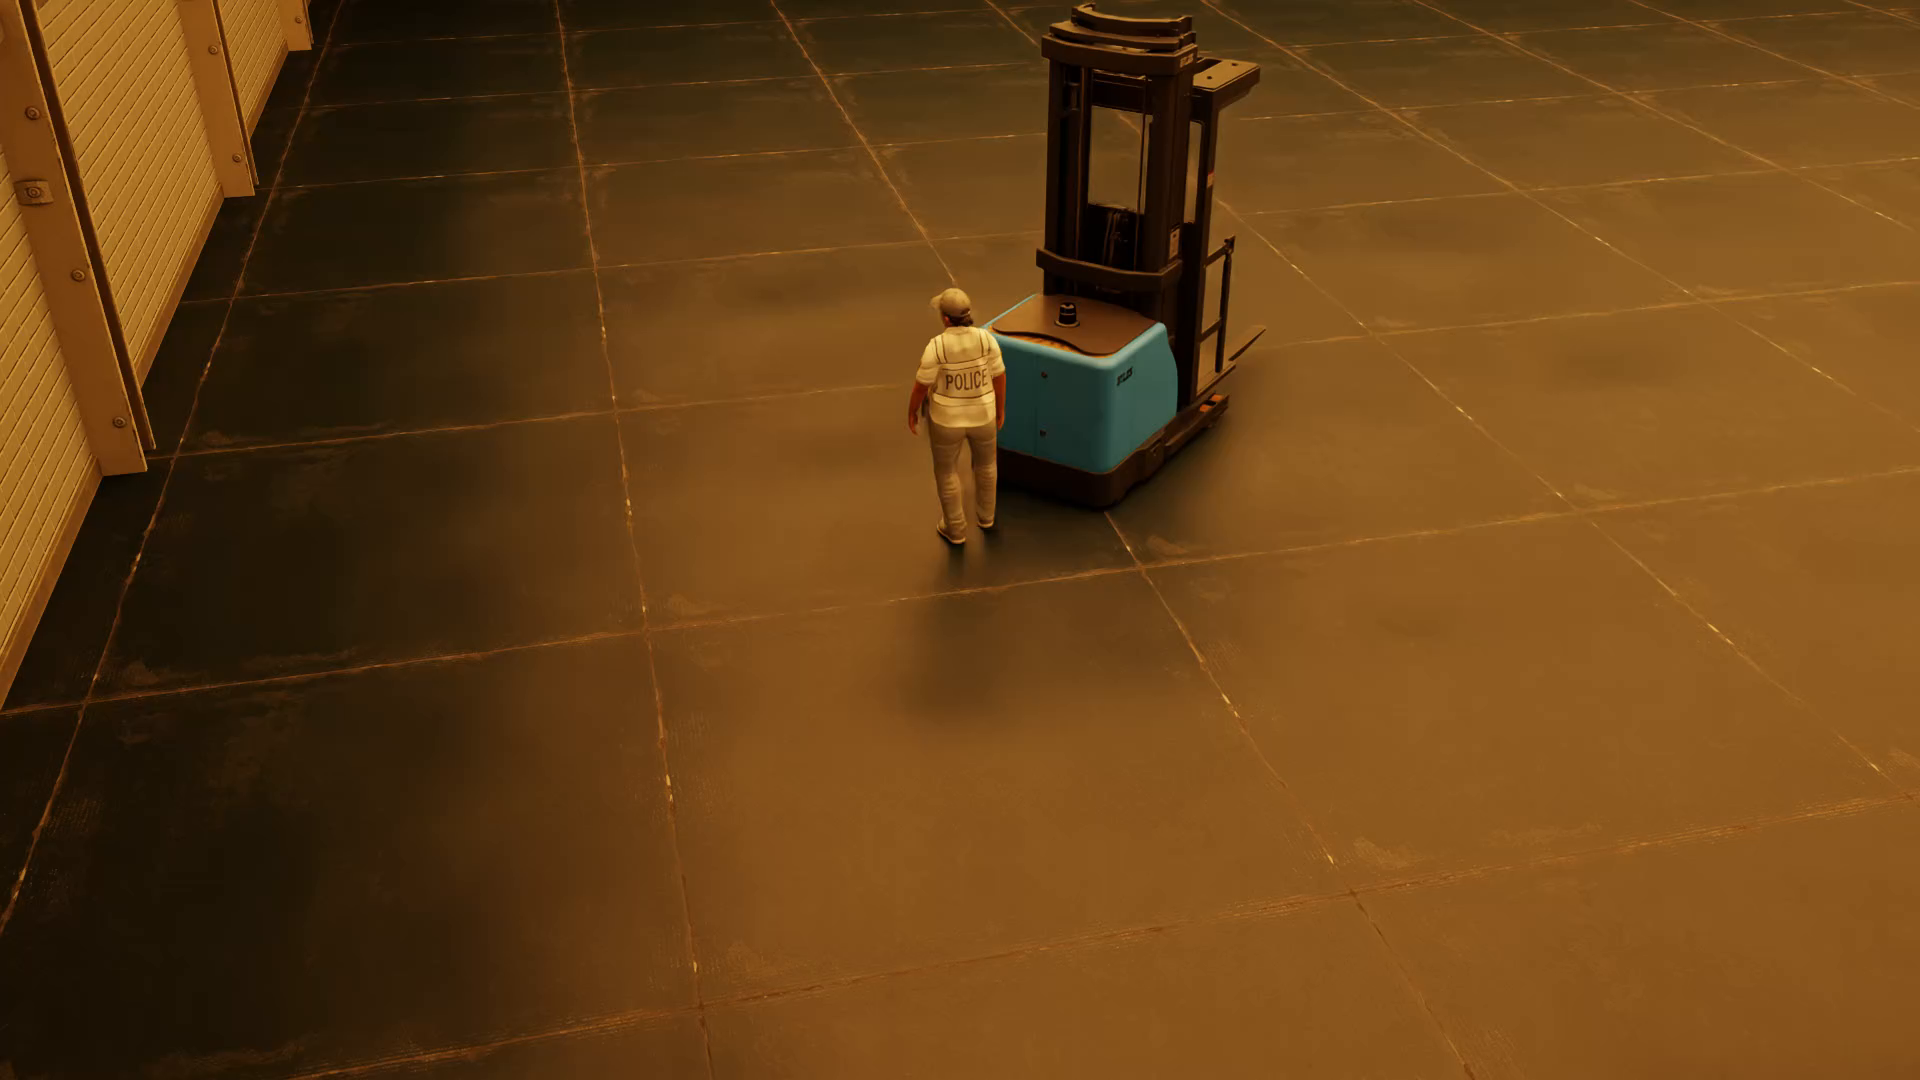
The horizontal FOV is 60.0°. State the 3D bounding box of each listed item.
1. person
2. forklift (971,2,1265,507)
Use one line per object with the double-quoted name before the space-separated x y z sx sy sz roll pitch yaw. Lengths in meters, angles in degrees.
"person" -0.026 -0.777 10.187 0.601 1.663 0.513 -8 31 -14
"forklift" 1.286 -2.182 11.343 1.130 2.935 3.031 17 34 27
